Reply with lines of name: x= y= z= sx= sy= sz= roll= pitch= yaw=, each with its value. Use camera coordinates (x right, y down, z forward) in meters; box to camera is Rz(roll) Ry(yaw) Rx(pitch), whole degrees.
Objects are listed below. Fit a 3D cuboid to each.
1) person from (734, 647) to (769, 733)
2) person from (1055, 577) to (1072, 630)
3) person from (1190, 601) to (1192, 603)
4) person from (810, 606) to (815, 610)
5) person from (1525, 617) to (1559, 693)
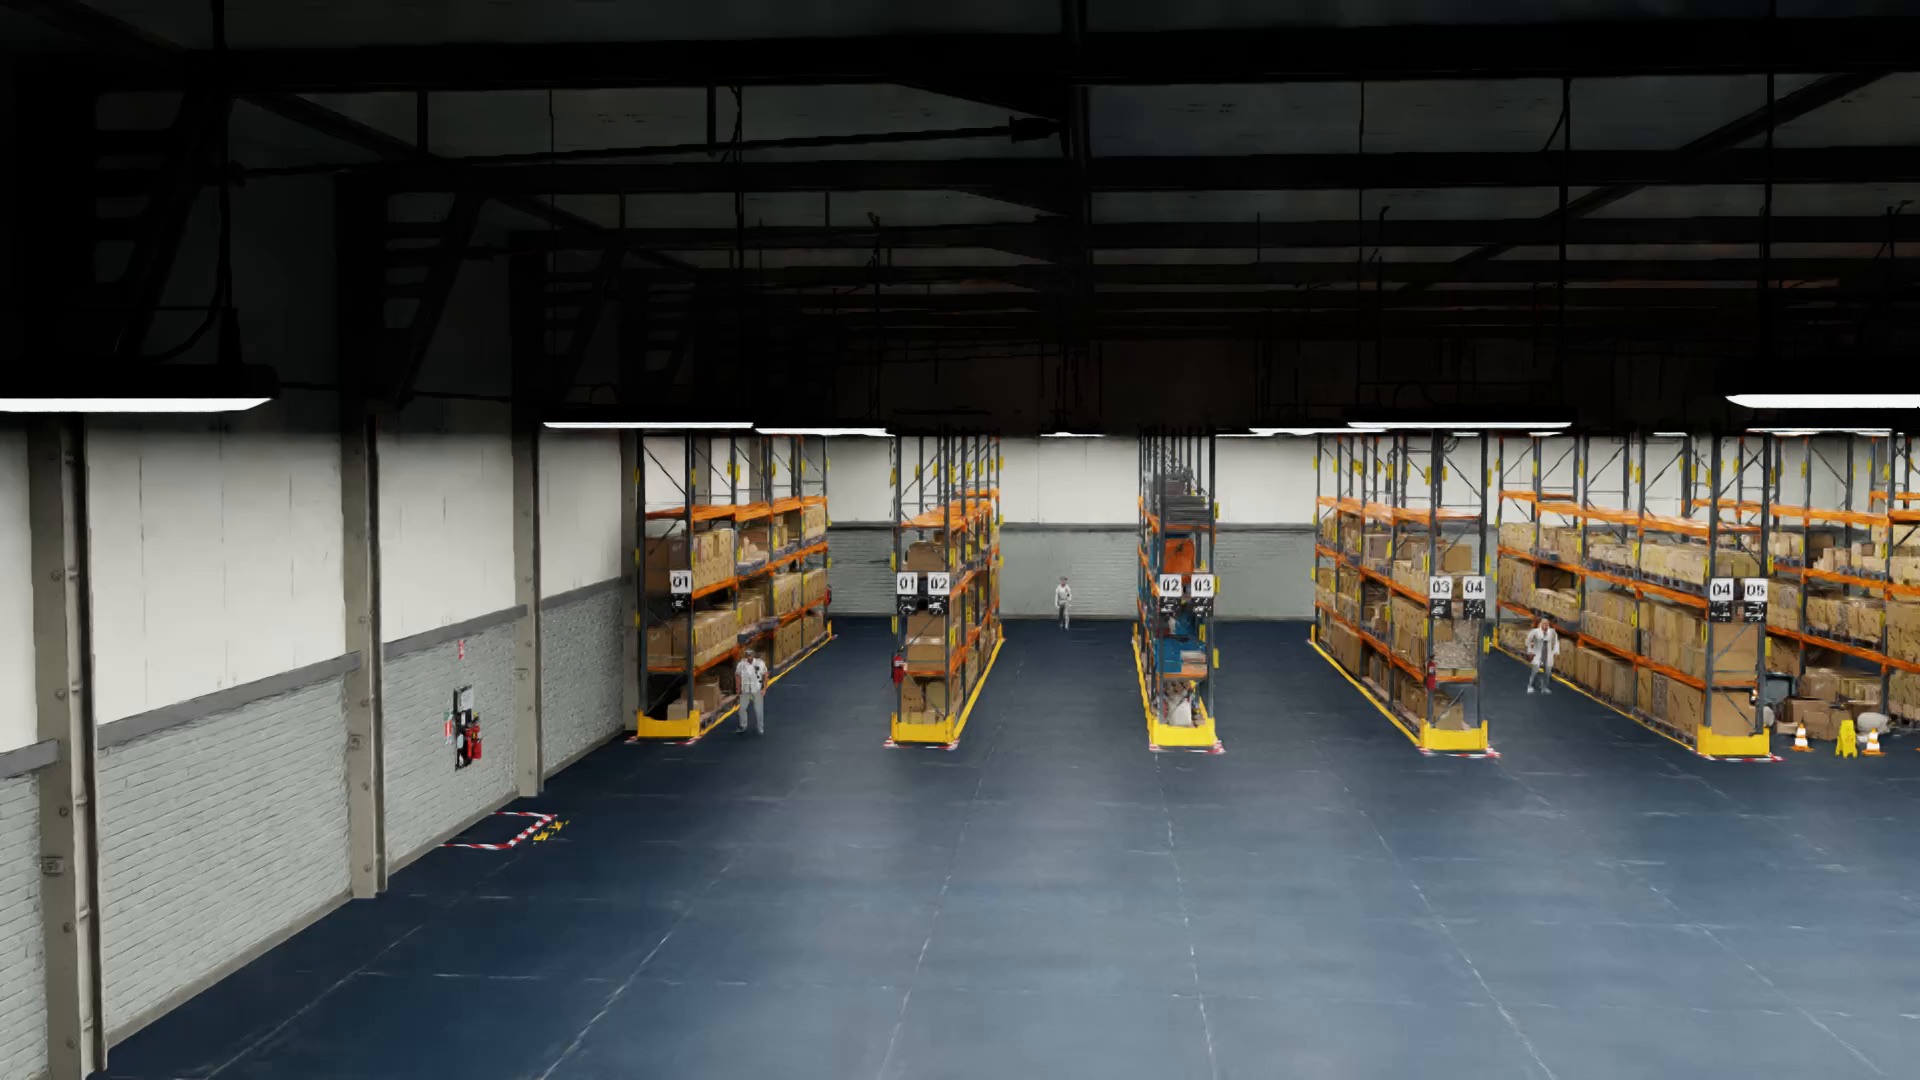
person: x=-4.060 y=2.902 z=32.343 sx=0.682 sy=1.715 sz=0.542 roll=0 pitch=3 yaw=3
person: x=3.086 y=1.883 z=49.754 sx=0.495 sy=1.589 sz=1.067 roll=0 pitch=3 yaw=7
person: x=6.303 y=2.155 z=45.538 sx=0.490 sy=1.589 sz=0.575 roll=1 pitch=4 yaw=12
person: x=-4.491 y=1.848 z=49.061 sx=0.561 sy=1.793 sz=0.534 roll=-3 pitch=5 yaw=-44
person: x=13.076 y=2.587 z=37.375 sx=0.729 sy=1.733 sz=0.546 roll=0 pitch=3 yaw=3
